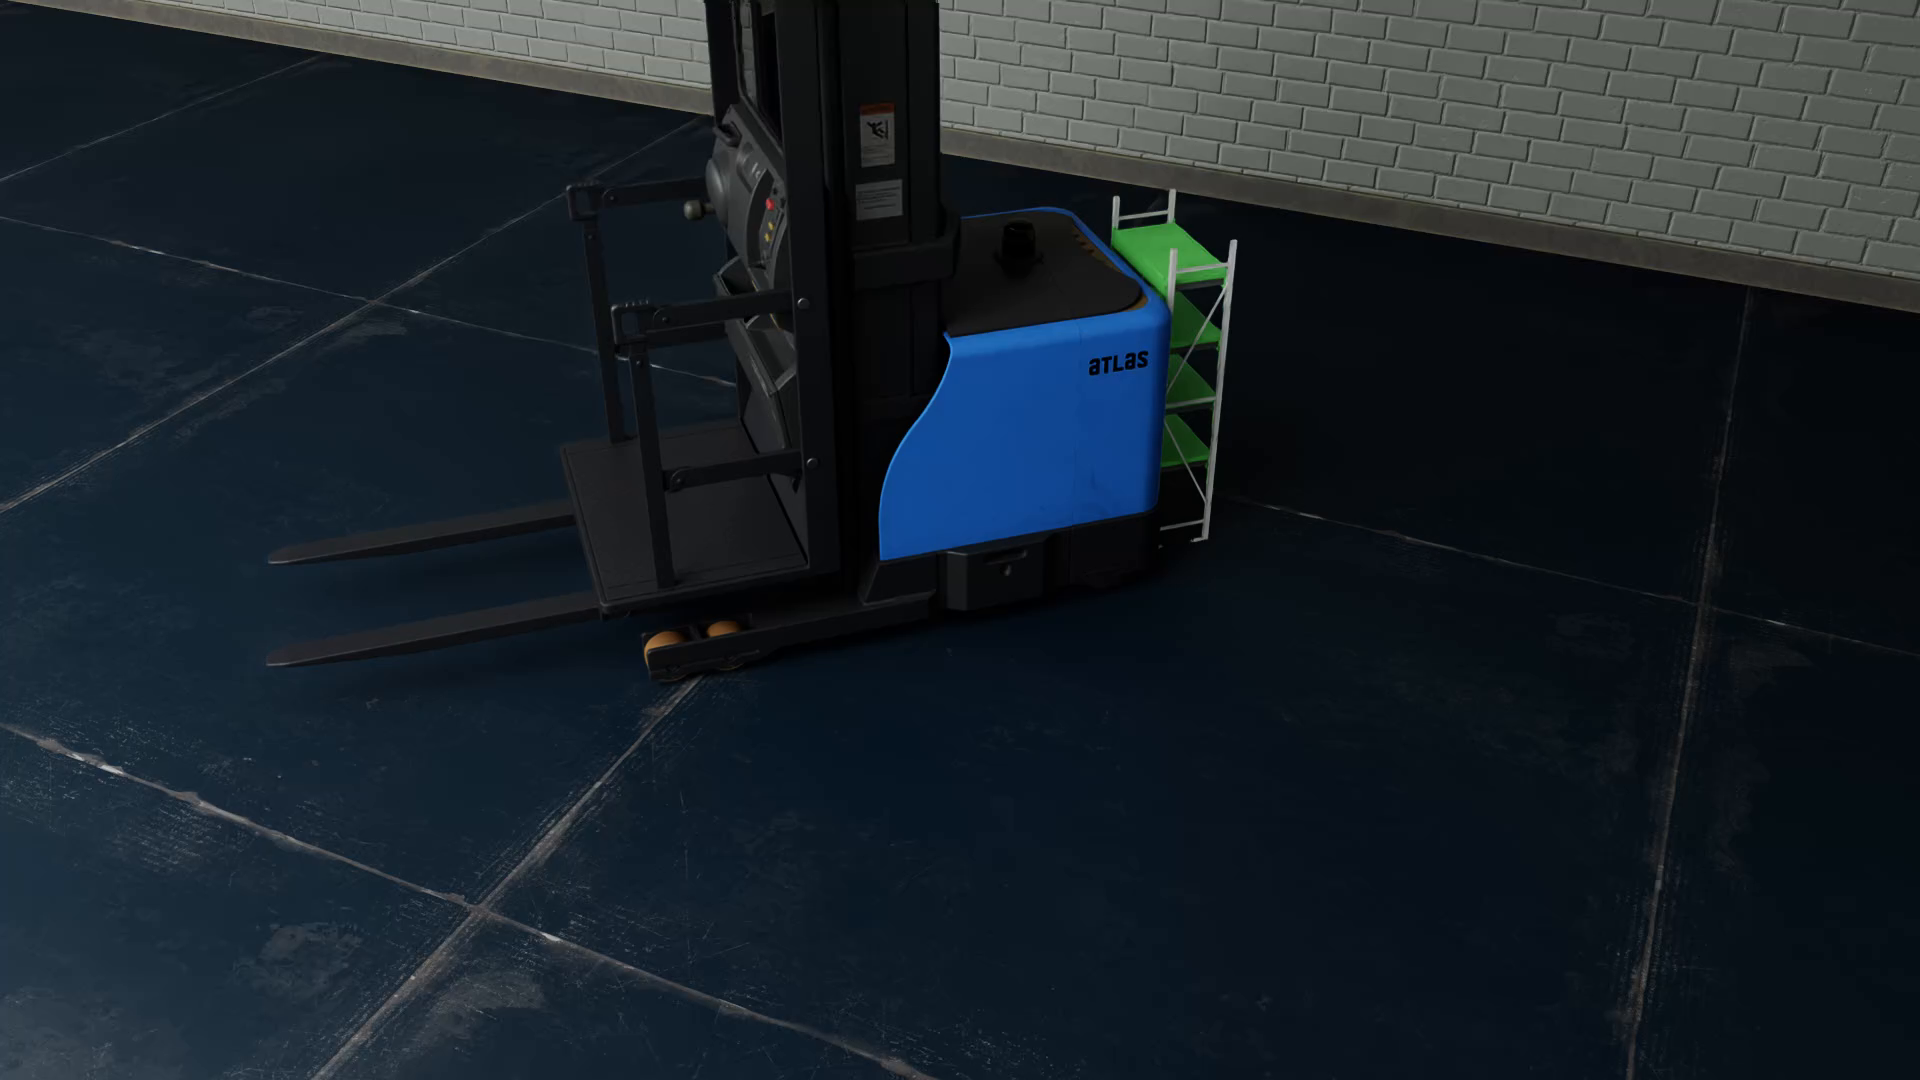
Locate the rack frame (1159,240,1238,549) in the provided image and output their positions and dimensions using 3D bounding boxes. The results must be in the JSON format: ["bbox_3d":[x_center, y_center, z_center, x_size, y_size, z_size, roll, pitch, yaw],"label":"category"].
[{"bbox_3d":[0.817,-0.487,5.898,0.240,1.200,0.015,-10,35,-15],"label":"rack frame"}]

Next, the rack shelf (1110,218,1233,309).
[{"bbox_3d":[0.740,-0.962,5.864,0.258,0.148,0.480,-10,35,-15],"label":"rack shelf"}]

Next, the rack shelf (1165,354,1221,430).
[{"bbox_3d":[0.740,-0.560,6.127,0.258,0.148,0.480,-10,35,-15],"label":"rack shelf"}]

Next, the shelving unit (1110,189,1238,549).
[{"bbox_3d":[0.740,-0.614,6.092,0.258,1.200,0.503,-10,35,-15],"label":"shelving unit"}]

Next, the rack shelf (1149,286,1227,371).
[{"bbox_3d":[0.740,-0.761,5.995,0.258,0.148,0.480,-10,35,-15],"label":"rack shelf"}]

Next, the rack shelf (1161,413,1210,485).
[{"bbox_3d":[0.739,-0.360,6.258,0.258,0.148,0.480,-10,35,-15],"label":"rack shelf"}]

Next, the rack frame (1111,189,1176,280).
[{"bbox_3d":[0.662,-0.741,6.285,0.240,1.200,0.015,-10,35,-15],"label":"rack frame"}]

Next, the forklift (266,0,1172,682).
[{"bbox_3d":[-0.857,-1.080,5.225,3.031,2.935,1.130,-10,35,-15],"label":"forklift"}]
